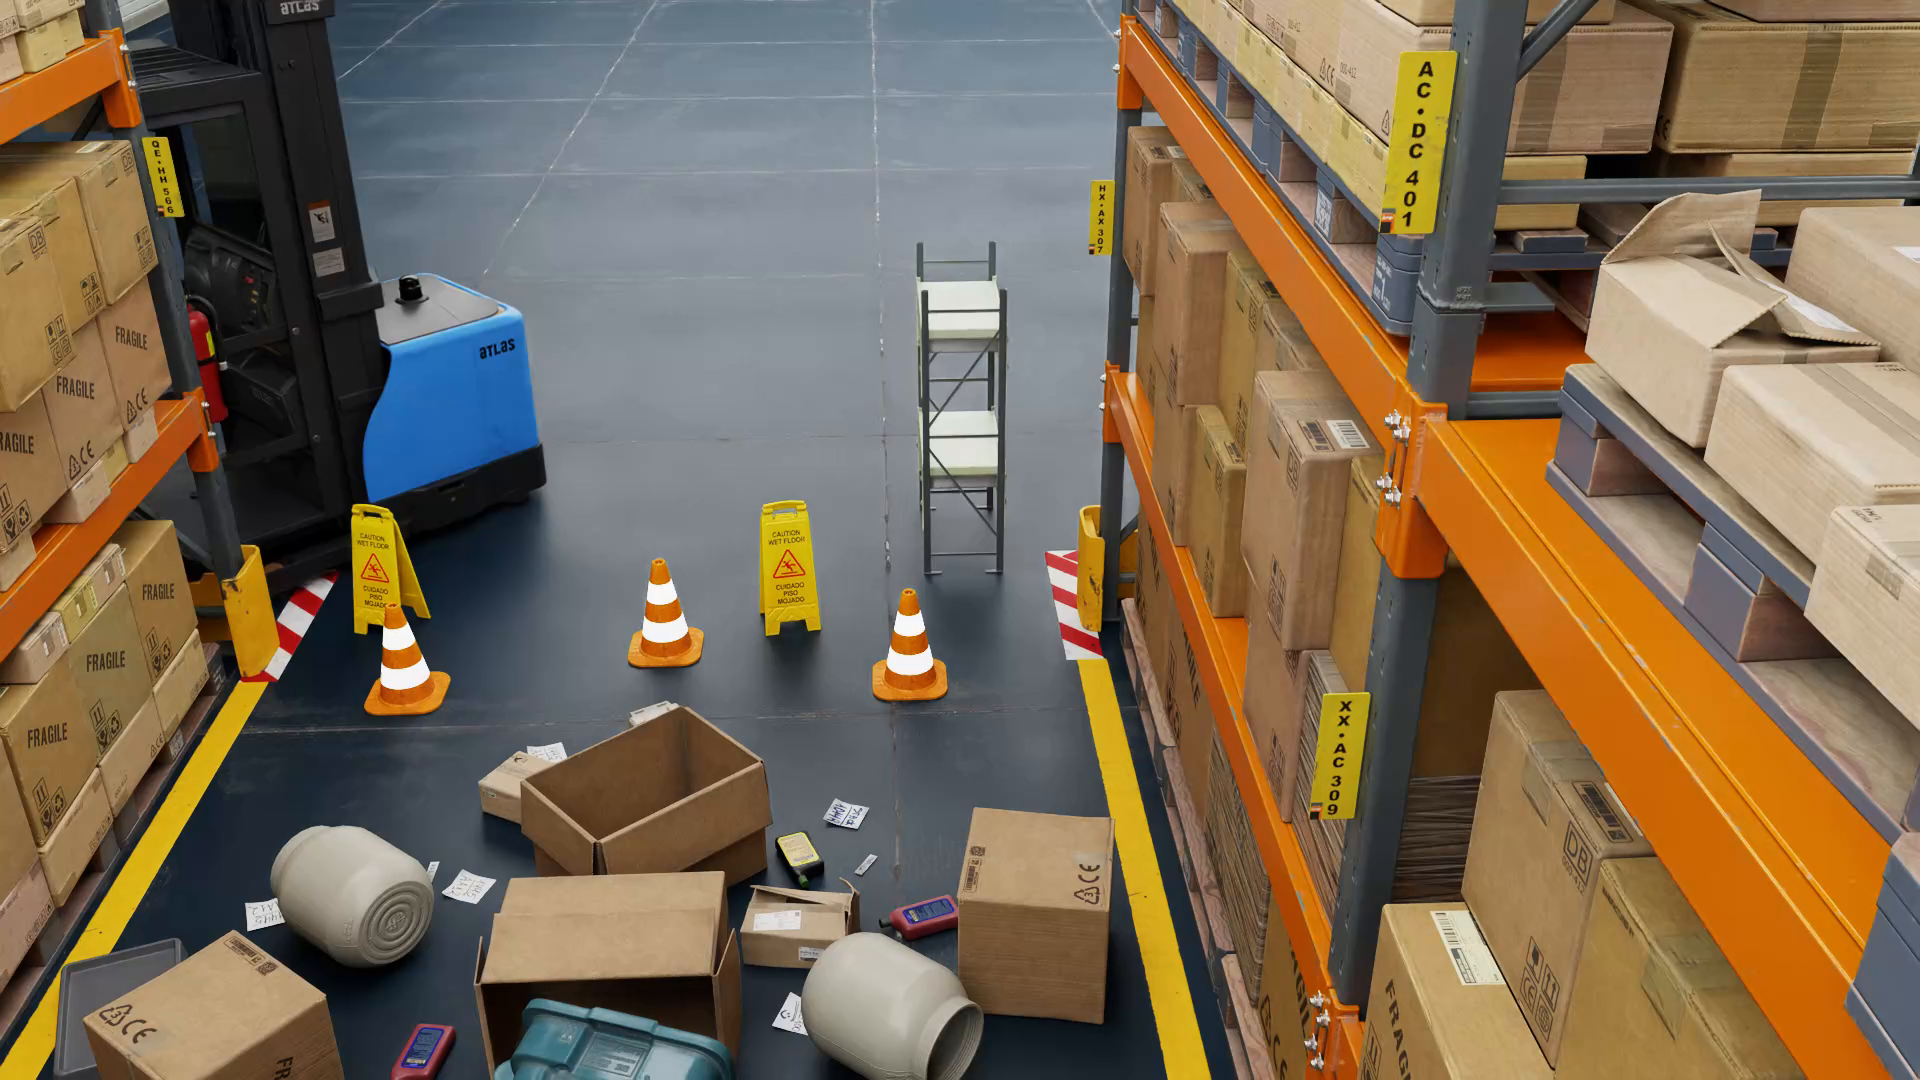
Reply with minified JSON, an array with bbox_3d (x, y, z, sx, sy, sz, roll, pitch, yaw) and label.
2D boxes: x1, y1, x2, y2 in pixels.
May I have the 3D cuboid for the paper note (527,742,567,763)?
[{"bbox_3d":[-1.738,0.897,6.996,0.148,0.019,0.142,-11,30,-20],"label":"paper note"}]

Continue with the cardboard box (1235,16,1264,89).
[{"bbox_3d":[0.965,-1.324,4.511,0.380,0.149,0.250,-2,28,-3],"label":"cardboard box"}]

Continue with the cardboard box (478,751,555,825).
[{"bbox_3d":[-1.690,1.013,6.647,0.380,0.149,0.250,13,30,24],"label":"cardboard box"}]

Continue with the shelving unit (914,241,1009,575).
[{"bbox_3d":[0.000,-0.668,8.409,0.431,1.500,0.755,-1,28,-3],"label":"shelving unit"}]

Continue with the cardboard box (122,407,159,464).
[{"bbox_3d":[-3.418,-0.414,6.572,0.380,0.149,0.250,-2,28,-3],"label":"cardboard box"}]

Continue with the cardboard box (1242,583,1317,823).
[{"bbox_3d":[1.289,0.384,4.609,0.875,0.550,0.550,-1,28,-3],"label":"cardboard box"}]

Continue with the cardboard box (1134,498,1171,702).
[{"bbox_3d":[1.264,0.094,7.170,0.875,0.875,0.875,-1,28,-2],"label":"cardboard box"}]

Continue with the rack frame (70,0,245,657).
[{"bbox_3d":[-3.775,-0.807,7.054,1.000,3.000,0.127,-1,28,-3],"label":"rack frame"}]

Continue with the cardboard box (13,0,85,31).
[{"bbox_3d":[-3.480,-1.973,5.886,0.500,0.250,0.500,-2,28,-3],"label":"cardboard box"}]

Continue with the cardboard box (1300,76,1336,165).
[{"bbox_3d":[1.005,-0.972,3.835,0.380,0.149,0.250,-1,28,-2],"label":"cardboard box"}]

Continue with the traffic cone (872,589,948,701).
[{"bbox_3d":[-0.228,0.431,7.424,0.336,0.463,0.334,-1,28,-3],"label":"traffic cone"}]

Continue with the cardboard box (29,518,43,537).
[{"bbox_3d":[-3.510,-0.055,5.884,0.380,0.149,0.250,-1,28,-2],"label":"cardboard box"}]

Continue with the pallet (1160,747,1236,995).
[{"bbox_3d":[1.343,1.192,6.236,1.003,0.211,1.213,-1,28,-3],"label":"pallet"}]

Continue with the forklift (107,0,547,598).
[{"bbox_3d":[-3.671,-1.218,7.916,1.130,2.935,3.031,24,36,38],"label":"forklift"}]

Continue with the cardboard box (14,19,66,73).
[{"bbox_3d":[-3.432,-1.754,5.897,0.380,0.149,0.250,-1,28,-2],"label":"cardboard box"}]

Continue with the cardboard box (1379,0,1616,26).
[{"bbox_3d":[1.034,-1.090,3.200,0.380,0.149,0.250,-2,28,-3],"label":"cardboard box"}]

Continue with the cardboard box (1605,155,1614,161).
[{"bbox_3d":[1.665,-0.987,3.864,0.380,0.149,0.250,-1,28,-3],"label":"cardboard box"}]

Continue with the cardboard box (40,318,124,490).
[{"bbox_3d":[-3.450,-0.508,6.051,0.500,0.500,0.500,-1,28,-3],"label":"cardboard box"}]

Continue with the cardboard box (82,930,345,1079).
[{"bbox_3d":[-2.264,1.619,5.102,0.500,0.500,0.500,19,33,32],"label":"cardboard box"}]

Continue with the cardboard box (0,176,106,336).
[{"bbox_3d":[-3.512,-0.962,5.841,0.700,0.500,0.500,-1,28,-2],"label":"cardboard box"}]

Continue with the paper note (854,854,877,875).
[{"bbox_3d":[-0.359,1.241,6.359,0.032,0.001,0.123,13,30,24],"label":"paper note"}]

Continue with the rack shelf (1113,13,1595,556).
[{"bbox_3d":[1.267,-1.061,5.075,1.077,0.370,4.000,-1,28,-3],"label":"rack shelf"}]

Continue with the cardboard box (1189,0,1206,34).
[{"bbox_3d":[0.926,-1.674,5.182,0.380,0.149,0.250,-2,28,-3],"label":"cardboard box"}]

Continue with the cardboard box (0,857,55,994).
[{"bbox_3d":[-3.397,1.303,5.528,0.500,0.250,0.500,-2,28,-3],"label":"cardboard box"}]

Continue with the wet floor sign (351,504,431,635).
[{"bbox_3d":[-2.717,0.123,7.817,0.267,0.644,0.232,8,29,15],"label":"wet floor sign"}]

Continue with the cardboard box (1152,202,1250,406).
[{"bbox_3d":[1.158,-0.833,5.774,0.875,0.550,0.550,-1,28,-3],"label":"cardboard box"}]

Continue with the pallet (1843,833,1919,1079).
[{"bbox_3d":[1.432,0.662,1.197,1.003,0.211,1.213,0,28,0],"label":"pallet"}]

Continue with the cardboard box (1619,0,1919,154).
[{"bbox_3d":[1.625,-0.985,3.429,0.500,0.250,0.500,-1,28,-2],"label":"cardboard box"}]

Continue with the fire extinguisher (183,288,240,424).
[{"bbox_3d":[-3.321,-0.837,7.195,0.296,0.674,0.183,-1,28,-3],"label":"fire extinguisher"}]

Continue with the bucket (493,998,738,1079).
[{"bbox_3d":[-0.938,1.644,4.251,0.726,0.611,0.620,8,39,15],"label":"bucket"}]

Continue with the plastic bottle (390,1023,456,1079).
[{"bbox_3d":[-1.761,1.701,5.422,0.133,0.061,0.283,3,28,6],"label":"plastic bottle"}]

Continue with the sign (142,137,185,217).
[{"bbox_3d":[-3.220,-1.465,6.722,0.100,0.325,0.005,-1,28,-3],"label":"sign"}]

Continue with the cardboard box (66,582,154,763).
[{"bbox_3d":[-3.443,0.498,6.261,0.500,0.500,0.500,0,28,-1],"label":"cardboard box"}]

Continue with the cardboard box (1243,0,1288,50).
[{"bbox_3d":[1.039,-1.438,4.298,0.500,0.250,0.500,-2,28,-3],"label":"cardboard box"}]

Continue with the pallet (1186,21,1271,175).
[{"bbox_3d":[1.278,-1.357,4.961,1.003,0.211,1.213,-1,28,-3],"label":"pallet"}]

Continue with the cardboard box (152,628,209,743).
[{"bbox_3d":[-3.463,0.603,6.869,0.500,0.250,0.500,-2,28,-3],"label":"cardboard box"}]

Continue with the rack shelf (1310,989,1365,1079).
[{"bbox_3d":[1.476,2.116,2.227,1.077,0.370,4.000,-1,28,-3],"label":"rack shelf"}]

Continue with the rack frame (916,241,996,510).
[{"bbox_3d":[-0.019,-0.837,8.733,0.400,1.500,0.023,-1,28,-3],"label":"rack frame"}]

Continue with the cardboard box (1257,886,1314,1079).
[{"bbox_3d":[1.408,1.337,4.786,0.875,0.875,0.875,-1,28,-2],"label":"cardboard box"}]

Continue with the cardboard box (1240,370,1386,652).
[{"bbox_3d":[1.242,-0.094,4.357,0.875,0.550,0.550,-1,28,-3],"label":"cardboard box"}]

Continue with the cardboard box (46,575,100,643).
[{"bbox_3d":[-3.377,0.253,6.028,0.380,0.149,0.250,-1,28,-2],"label":"cardboard box"}]

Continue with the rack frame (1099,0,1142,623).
[{"bbox_3d":[1.163,-0.974,7.373,1.000,3.000,0.127,-1,28,-3],"label":"rack frame"}]

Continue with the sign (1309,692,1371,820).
[{"bbox_3d":[0.817,0.469,3.586,0.100,0.325,0.005,-1,28,-3],"label":"sign"}]

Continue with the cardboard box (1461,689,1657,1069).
[{"bbox_3d":[1.403,0.615,3.138,0.700,0.500,0.500,-2,28,-4],"label":"cardboard box"}]

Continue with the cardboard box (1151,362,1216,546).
[{"bbox_3d":[1.181,-0.355,6.024,0.875,0.550,0.550,-1,28,-3],"label":"cardboard box"}]

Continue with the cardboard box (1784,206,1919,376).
[{"bbox_3d":[1.568,-0.298,2.434,0.500,0.250,0.500,-1,28,-2],"label":"cardboard box"}]
